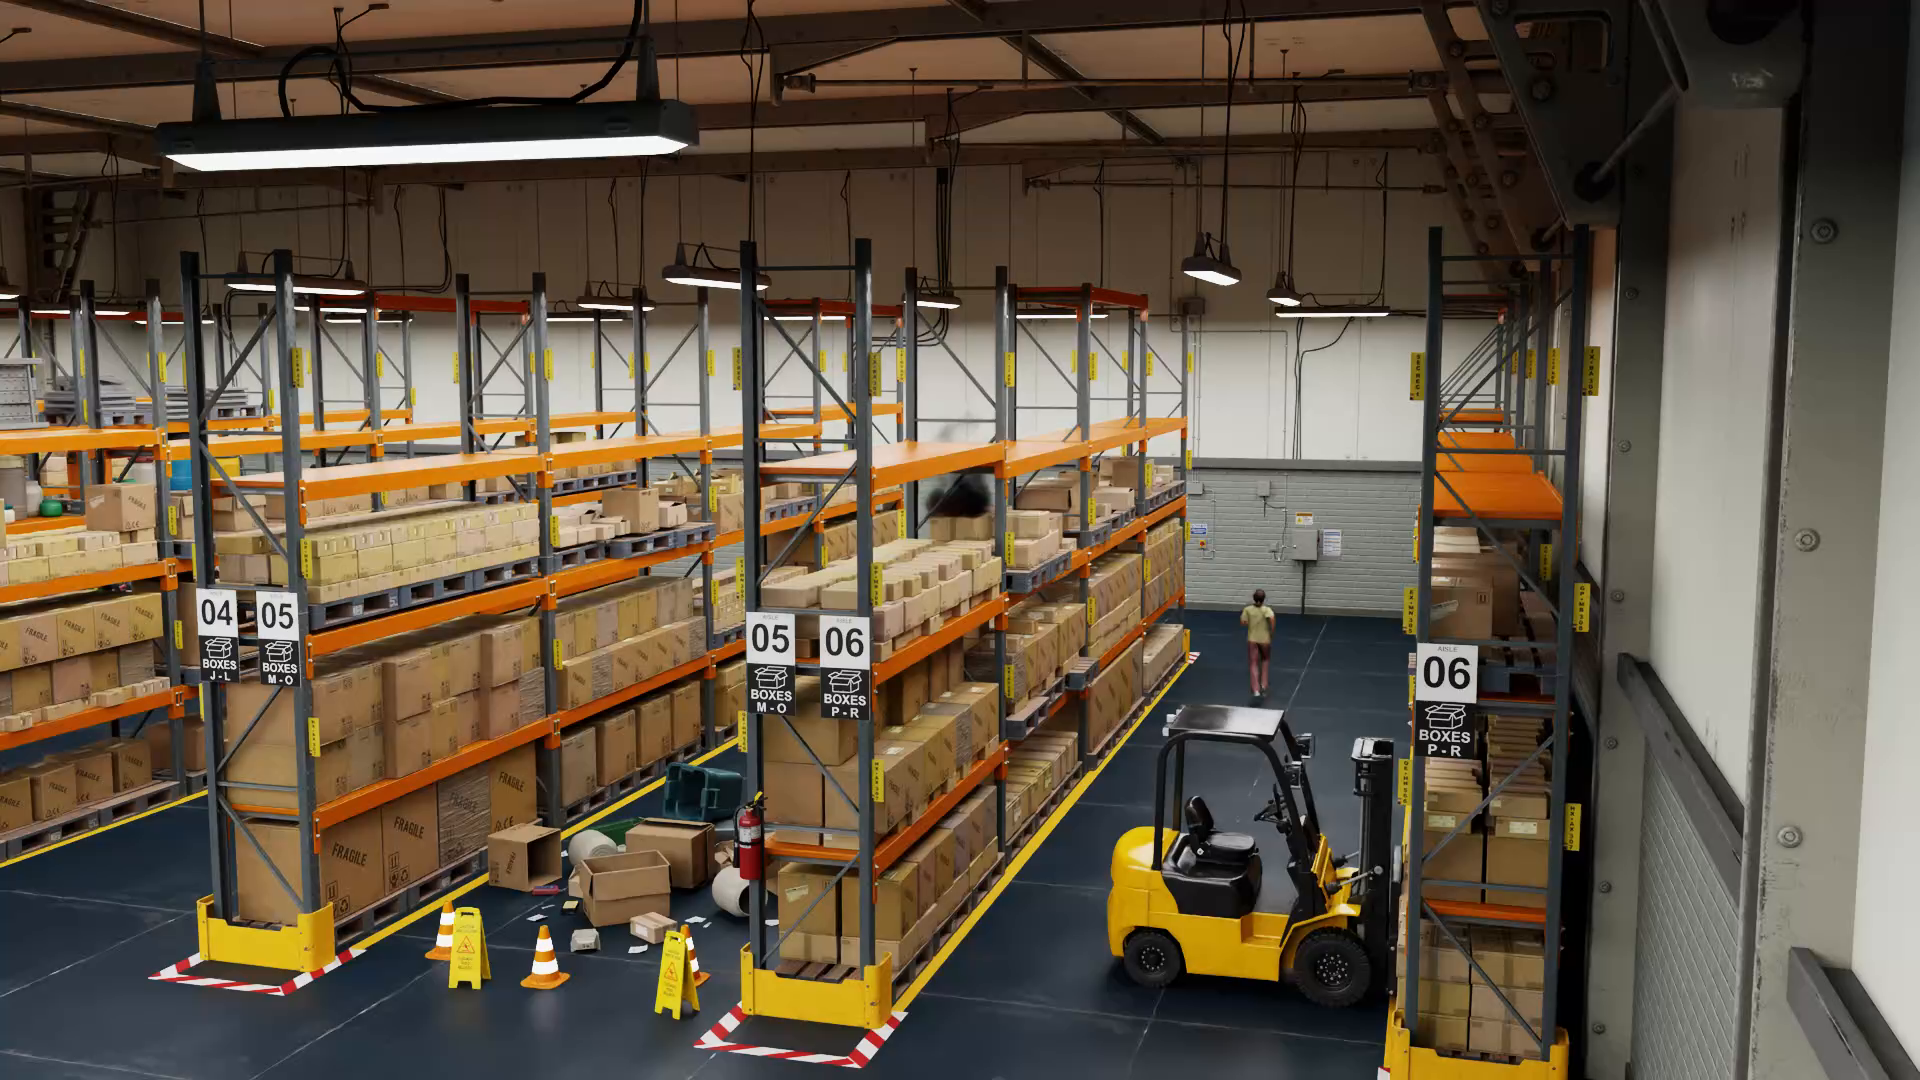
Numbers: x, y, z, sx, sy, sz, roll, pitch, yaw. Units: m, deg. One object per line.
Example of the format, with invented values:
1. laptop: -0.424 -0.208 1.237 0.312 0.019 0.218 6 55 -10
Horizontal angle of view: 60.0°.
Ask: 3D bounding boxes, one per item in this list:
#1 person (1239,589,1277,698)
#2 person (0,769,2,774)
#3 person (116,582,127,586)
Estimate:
1. person: 4.427 1.584 24.771 0.556 1.708 0.787 1 7 11
2. person: -11.428 2.209 19.333 0.514 1.574 0.645 0 6 4
3. person: -14.670 1.017 29.555 0.603 1.742 0.839 1 6 8
